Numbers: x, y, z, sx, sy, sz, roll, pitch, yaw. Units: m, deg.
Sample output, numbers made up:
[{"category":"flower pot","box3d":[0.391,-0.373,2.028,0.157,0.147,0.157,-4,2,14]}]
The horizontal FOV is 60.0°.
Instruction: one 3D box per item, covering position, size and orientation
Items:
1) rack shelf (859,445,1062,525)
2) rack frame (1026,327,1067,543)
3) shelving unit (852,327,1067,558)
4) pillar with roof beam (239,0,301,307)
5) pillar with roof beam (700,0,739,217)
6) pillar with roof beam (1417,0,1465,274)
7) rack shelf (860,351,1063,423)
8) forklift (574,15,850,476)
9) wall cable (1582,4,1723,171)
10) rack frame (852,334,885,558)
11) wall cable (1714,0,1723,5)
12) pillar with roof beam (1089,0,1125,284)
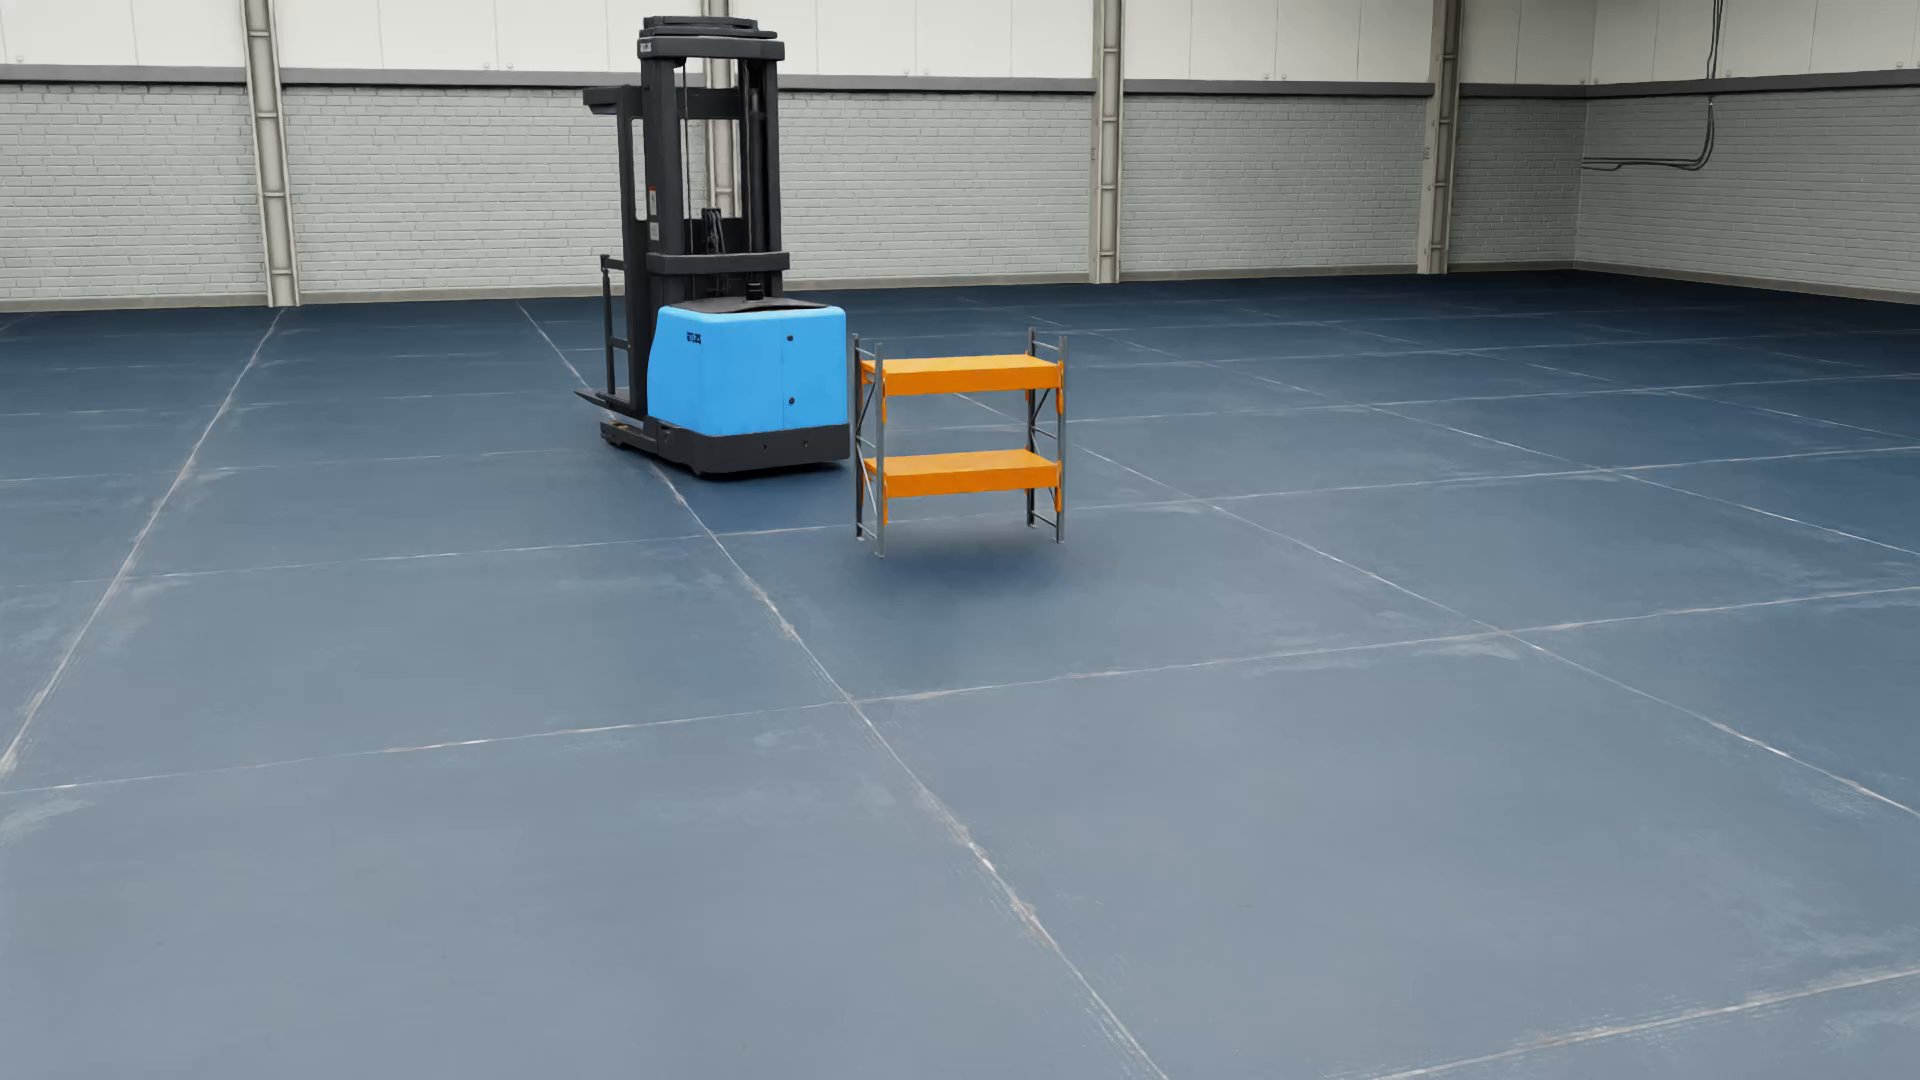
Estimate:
[{"category":"rack shelf","box3d":[-0.006,-0.309,9.067,1.000,0.278,0.538,-4,14,-18]},{"category":"rack frame","box3d":[0.475,-0.584,9.168,0.032,1.125,0.500,-4,14,-18]},{"category":"shelving unit","box3d":[-0.006,-0.547,9.011,1.048,1.125,0.538,-4,14,-18]},{"category":"pillar with roof beam","box3d":[-7.737,-6.598,17.435,0.400,9.000,9.100,-4,14,-18]},{"category":"pillar with roof beam","box3d":[-2.051,-7.041,19.297,0.400,9.000,9.100,-4,14,-18]},{"category":"pillar with roof beam","box3d":[9.323,-7.926,23.020,0.400,9.000,9.100,-4,14,-18]},{"category":"rack shelf","box3d":[-0.006,-0.831,8.943,1.000,0.278,0.538,-4,14,-18]},{"category":"forklift","box3d":[-1.953,-2.134,11.781,1.130,2.935,3.031,-8,16,-32]},{"category":"wall cable","box3d":[11.163,-7.287,27.044,0.112,2.526,3.097,-4,14,-18]},{"category":"rack frame","box3d":[-0.488,-0.509,8.853,0.032,1.125,0.500,-4,14,-18]},{"category":"wall cable","box3d":[12.026,-9.151,23.965,0.112,2.526,3.097,-4,14,-18]},{"category":"pillar with roof beam","box3d":[3.636,-7.484,21.158,0.400,9.000,9.100,-4,14,-18]}]
